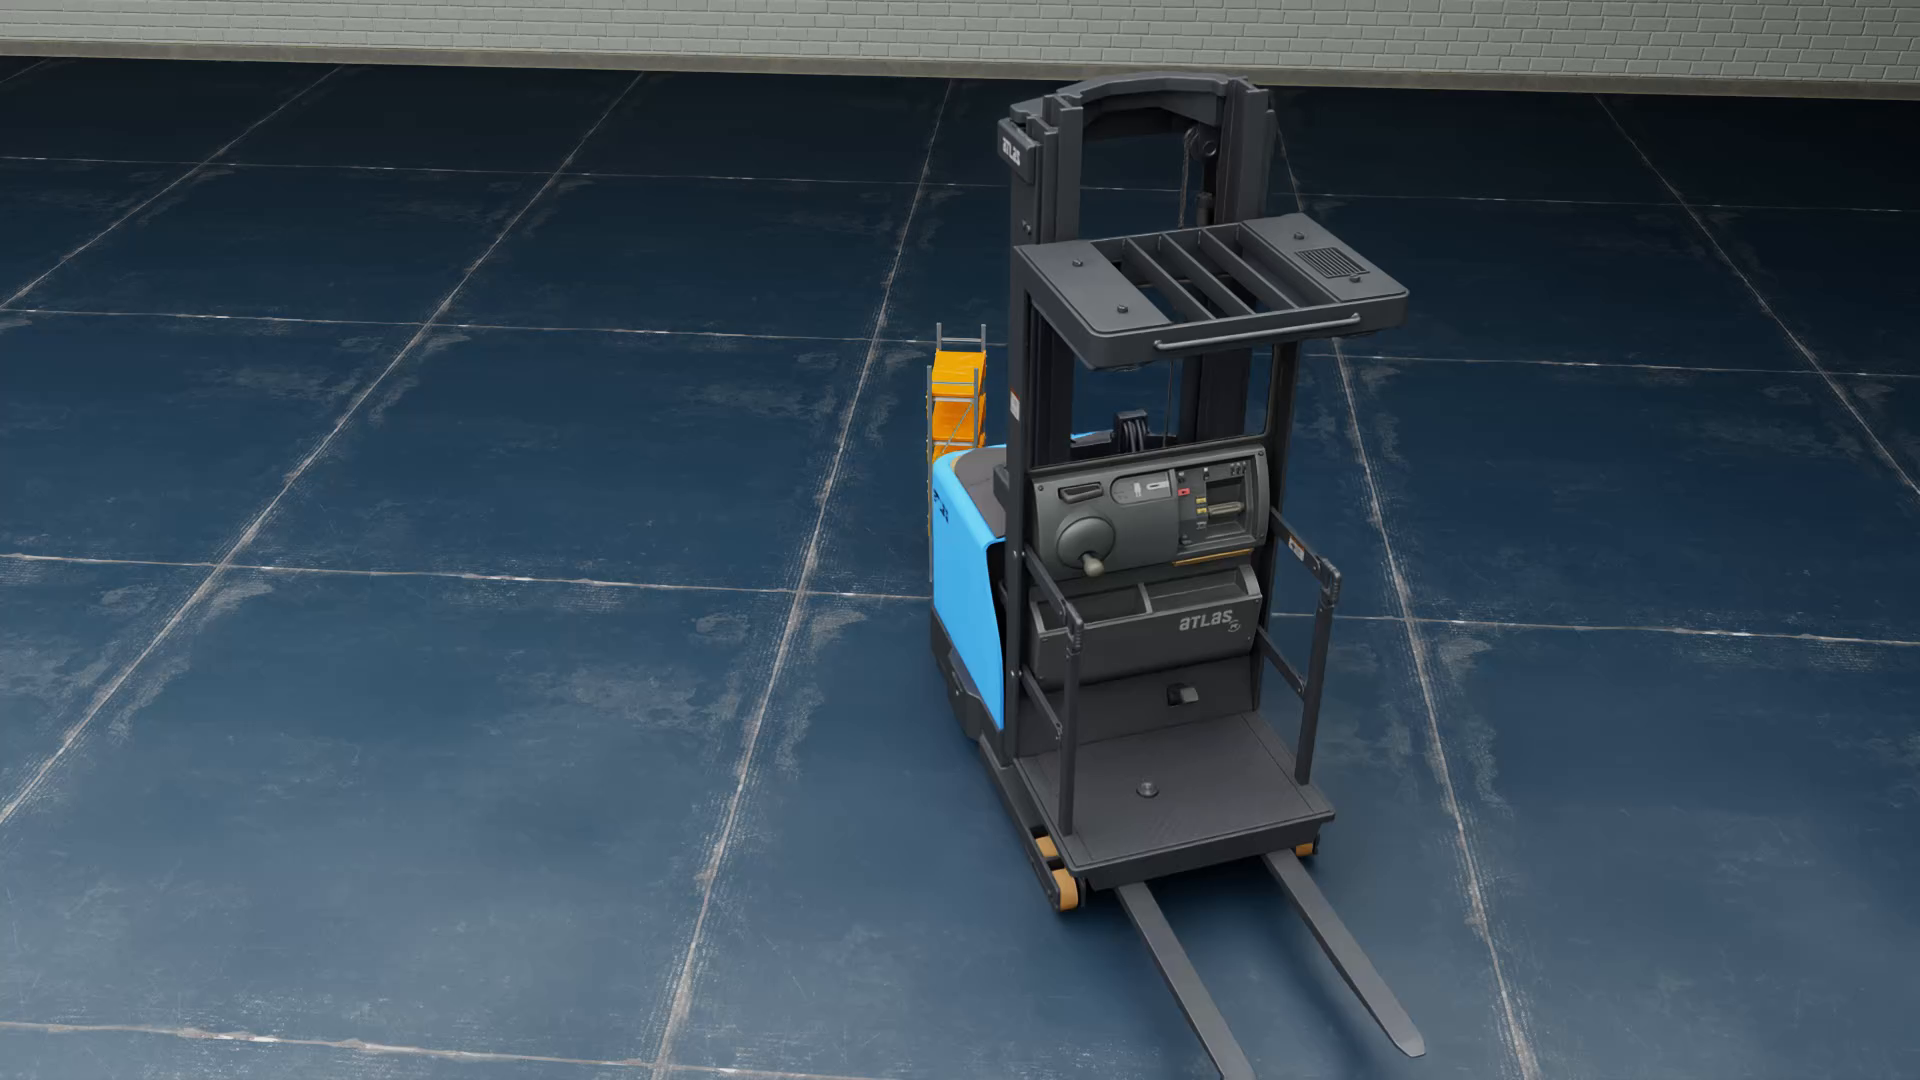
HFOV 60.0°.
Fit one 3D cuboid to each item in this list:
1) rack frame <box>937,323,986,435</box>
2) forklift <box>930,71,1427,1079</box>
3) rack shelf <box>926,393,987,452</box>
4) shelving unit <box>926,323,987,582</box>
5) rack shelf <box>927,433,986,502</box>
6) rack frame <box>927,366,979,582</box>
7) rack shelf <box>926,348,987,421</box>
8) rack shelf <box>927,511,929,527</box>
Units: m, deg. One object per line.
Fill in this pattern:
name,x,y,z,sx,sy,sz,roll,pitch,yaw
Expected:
rack frame,0.006,-0.552,8.502,0.240,1.200,0.015,2,32,4
forklift,0.788,-0.051,6.039,1.130,2.935,3.031,-9,33,-15
rack shelf,-0.013,-0.557,8.213,0.258,0.148,0.480,2,32,4
shelving unit,-0.013,-0.424,8.295,0.258,1.200,0.503,2,32,4
rack shelf,-0.013,-0.367,8.330,0.258,0.148,0.480,2,32,4
rack frame,-0.033,-0.297,8.088,0.240,1.200,0.015,2,32,4
rack shelf,-0.013,-0.759,8.089,0.258,0.148,0.480,2,32,4
rack shelf,-0.013,-0.198,8.434,0.258,0.148,0.480,2,32,4
